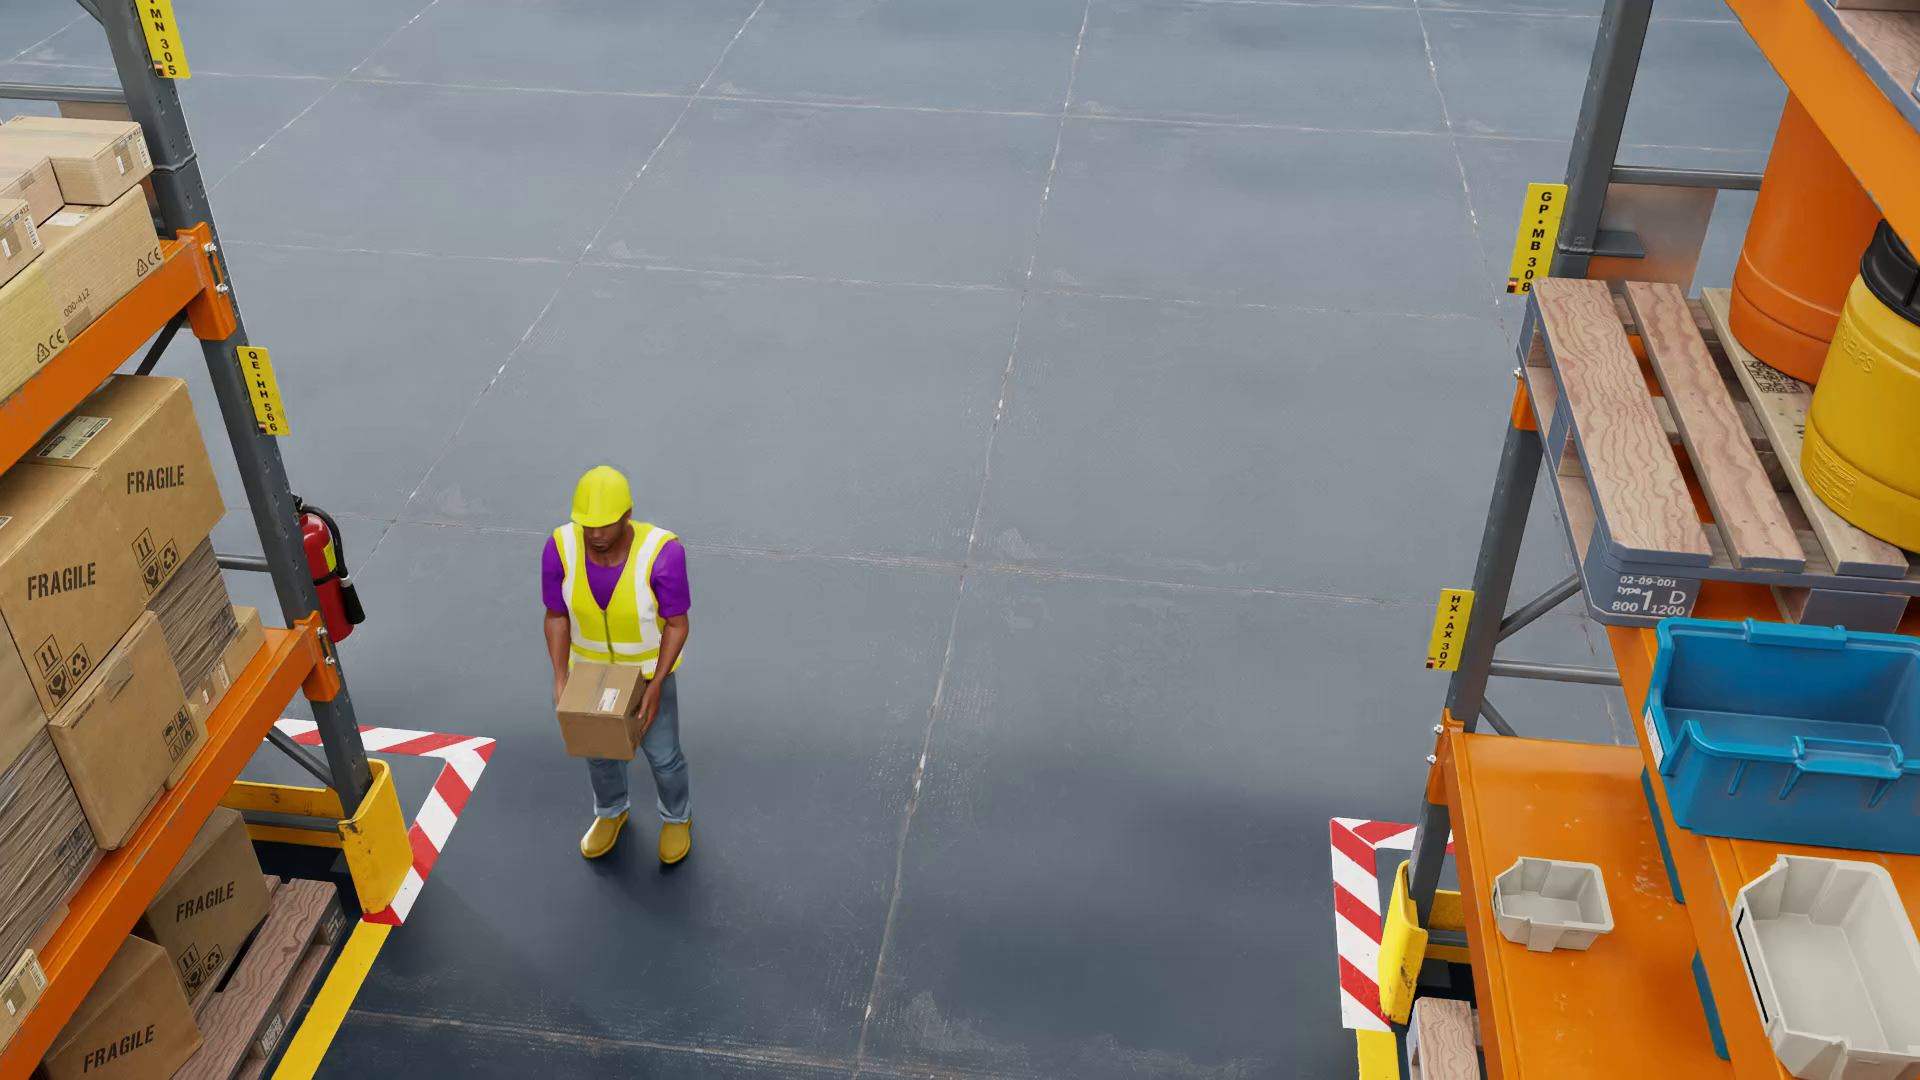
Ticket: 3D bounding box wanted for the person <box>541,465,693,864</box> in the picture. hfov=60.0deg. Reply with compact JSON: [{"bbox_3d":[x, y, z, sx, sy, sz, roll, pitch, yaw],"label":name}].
[{"bbox_3d":[-1.285,0.516,6.307,0.562,1.768,0.509,4,36,5],"label":"person"}]
